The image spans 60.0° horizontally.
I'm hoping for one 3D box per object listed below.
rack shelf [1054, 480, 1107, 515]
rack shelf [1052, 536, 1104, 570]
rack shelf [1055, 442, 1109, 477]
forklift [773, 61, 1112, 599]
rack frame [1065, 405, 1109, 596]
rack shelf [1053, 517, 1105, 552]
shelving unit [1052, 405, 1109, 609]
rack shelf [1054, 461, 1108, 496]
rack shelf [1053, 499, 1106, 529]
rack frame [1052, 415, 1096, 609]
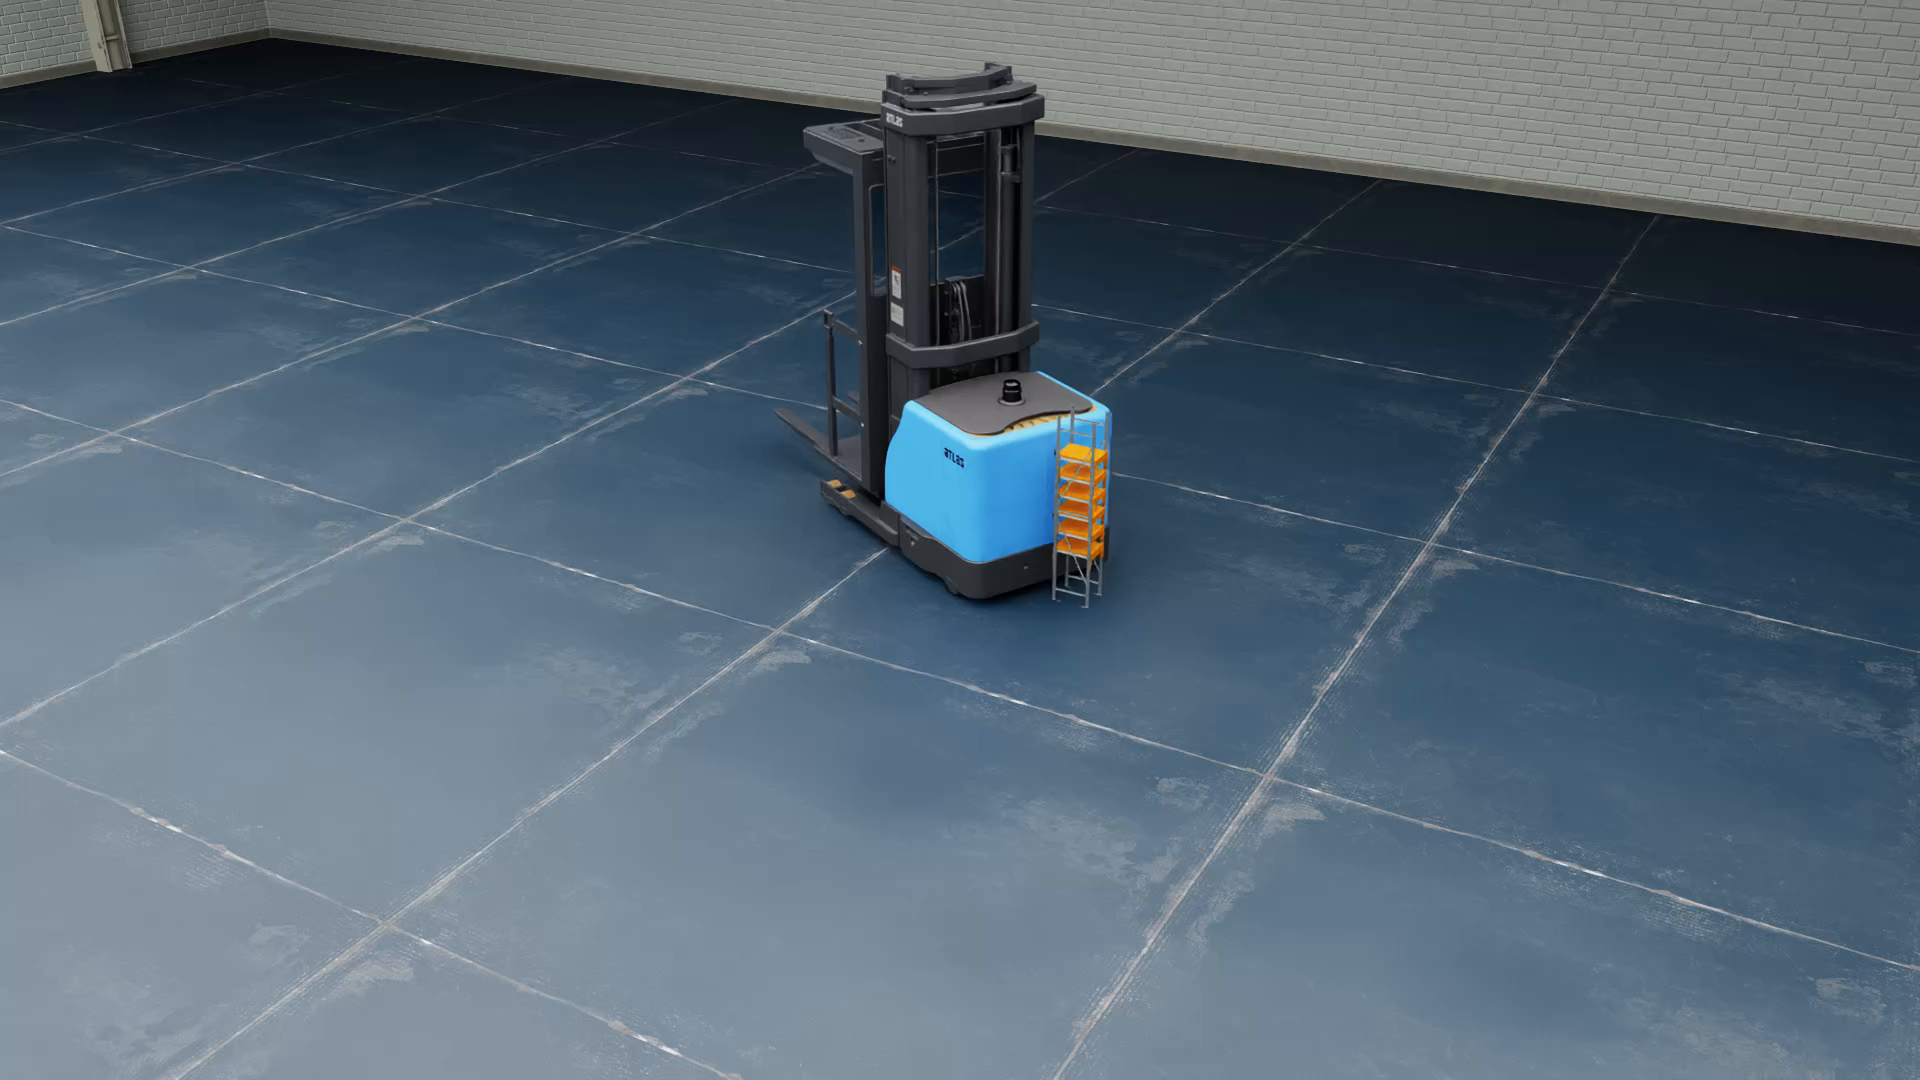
[{"bbox_3d":[0.705,-0.253,9.745,0.258,0.103,0.180,14,30,25],"label":"rack shelf"},{"bbox_3d":[0.705,0.068,9.907,0.258,0.103,0.180,14,30,25],"label":"rack shelf"},{"bbox_3d":[0.706,-0.467,9.637,0.258,0.103,0.180,14,30,25],"label":"rack shelf"},{"bbox_3d":[-0.281,-1.575,10.623,1.130,2.935,3.031,-16,31,-28],"label":"forklift"},{"bbox_3d":[0.749,-0.222,9.851,0.240,1.200,0.006,14,30,25],"label":"rack frame"},{"bbox_3d":[0.705,-0.039,9.853,0.258,0.103,0.180,14,30,25],"label":"rack shelf"},{"bbox_3d":[0.705,-0.186,9.779,0.258,1.200,0.189,14,30,25],"label":"shelving unit"},{"bbox_3d":[0.706,-0.360,9.691,0.258,0.103,0.180,14,30,25],"label":"rack shelf"},{"bbox_3d":[0.705,-0.146,9.799,0.258,0.103,0.180,14,30,25],"label":"rack shelf"},{"bbox_3d":[0.662,-0.149,9.707,0.240,1.200,0.006,14,30,25],"label":"rack frame"}]
